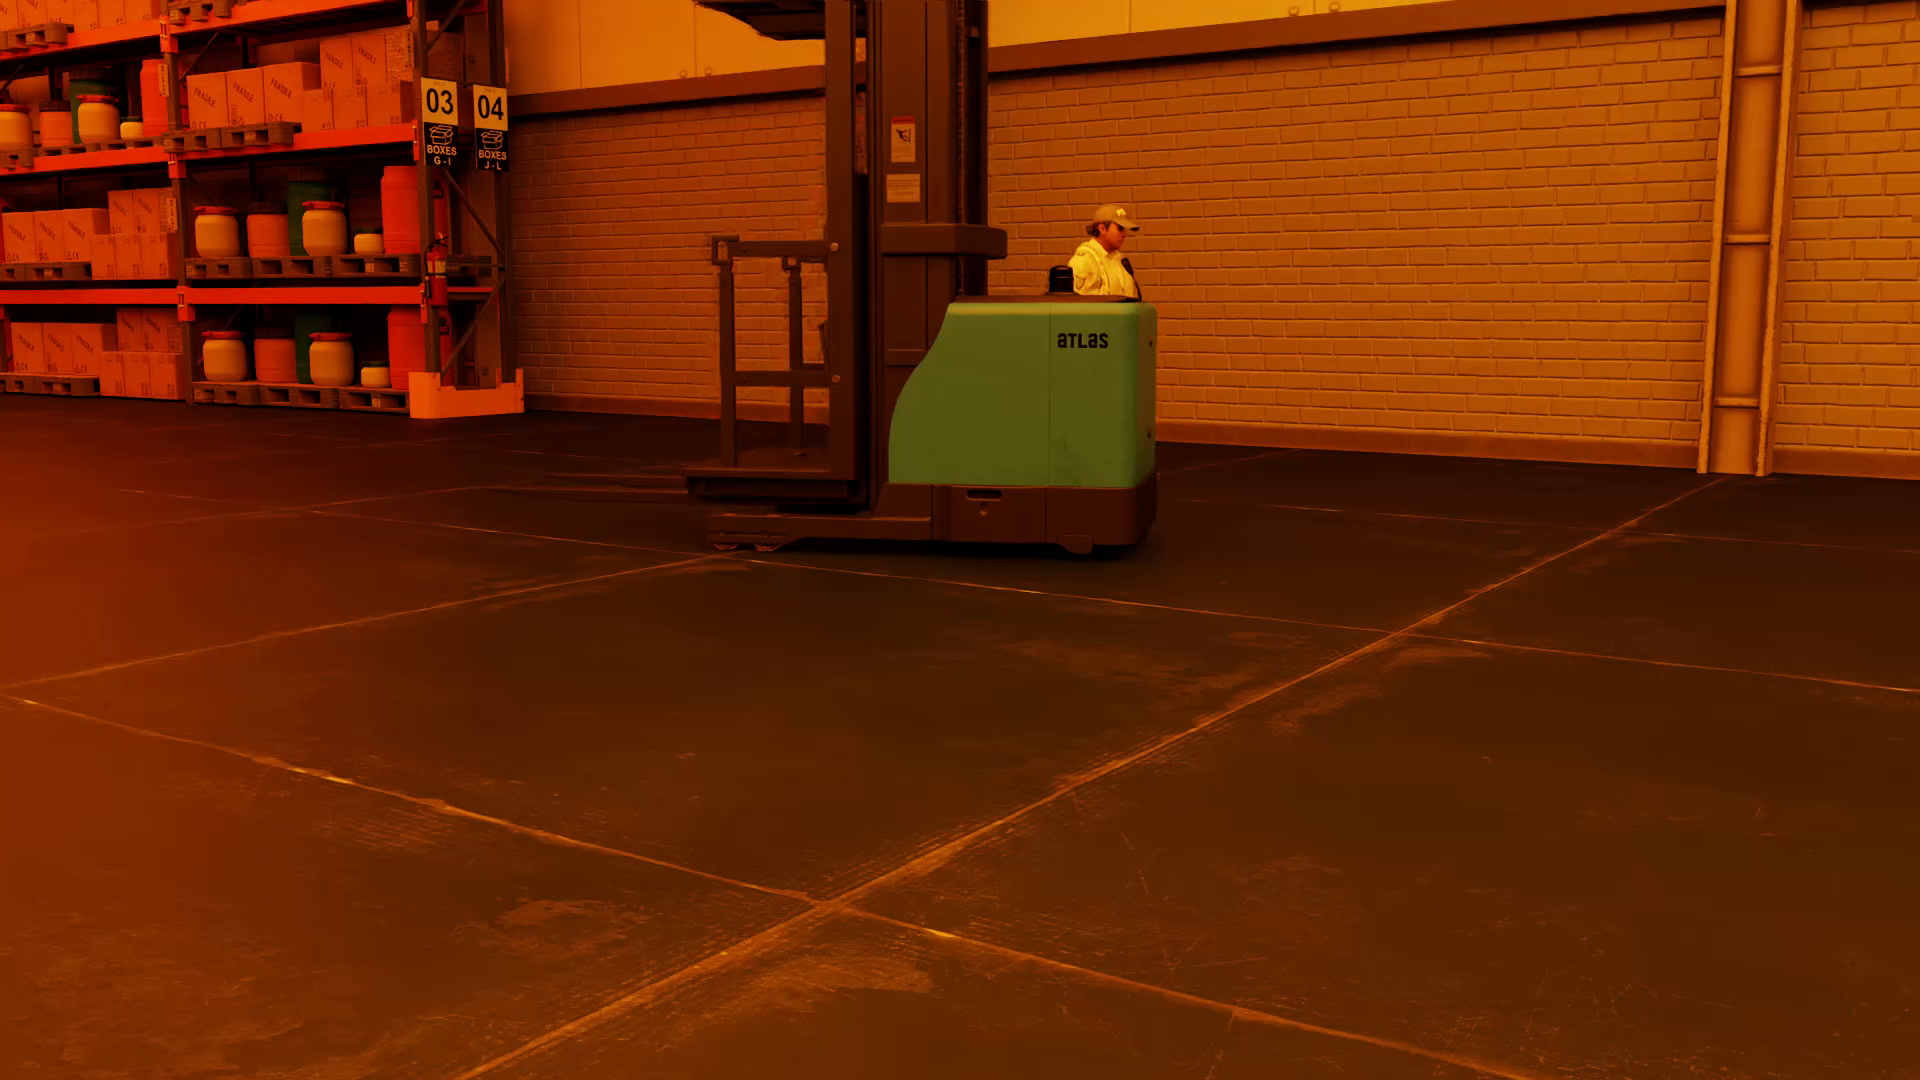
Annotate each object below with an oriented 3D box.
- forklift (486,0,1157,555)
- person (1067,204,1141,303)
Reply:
[{"bbox_3d":[-0.645,-1.470,7.530,3.031,2.935,1.130,2,8,12],"label":"forklift"},{"bbox_3d":[0.853,-1.148,9.846,0.433,1.646,0.691,6,10,37],"label":"person"}]
